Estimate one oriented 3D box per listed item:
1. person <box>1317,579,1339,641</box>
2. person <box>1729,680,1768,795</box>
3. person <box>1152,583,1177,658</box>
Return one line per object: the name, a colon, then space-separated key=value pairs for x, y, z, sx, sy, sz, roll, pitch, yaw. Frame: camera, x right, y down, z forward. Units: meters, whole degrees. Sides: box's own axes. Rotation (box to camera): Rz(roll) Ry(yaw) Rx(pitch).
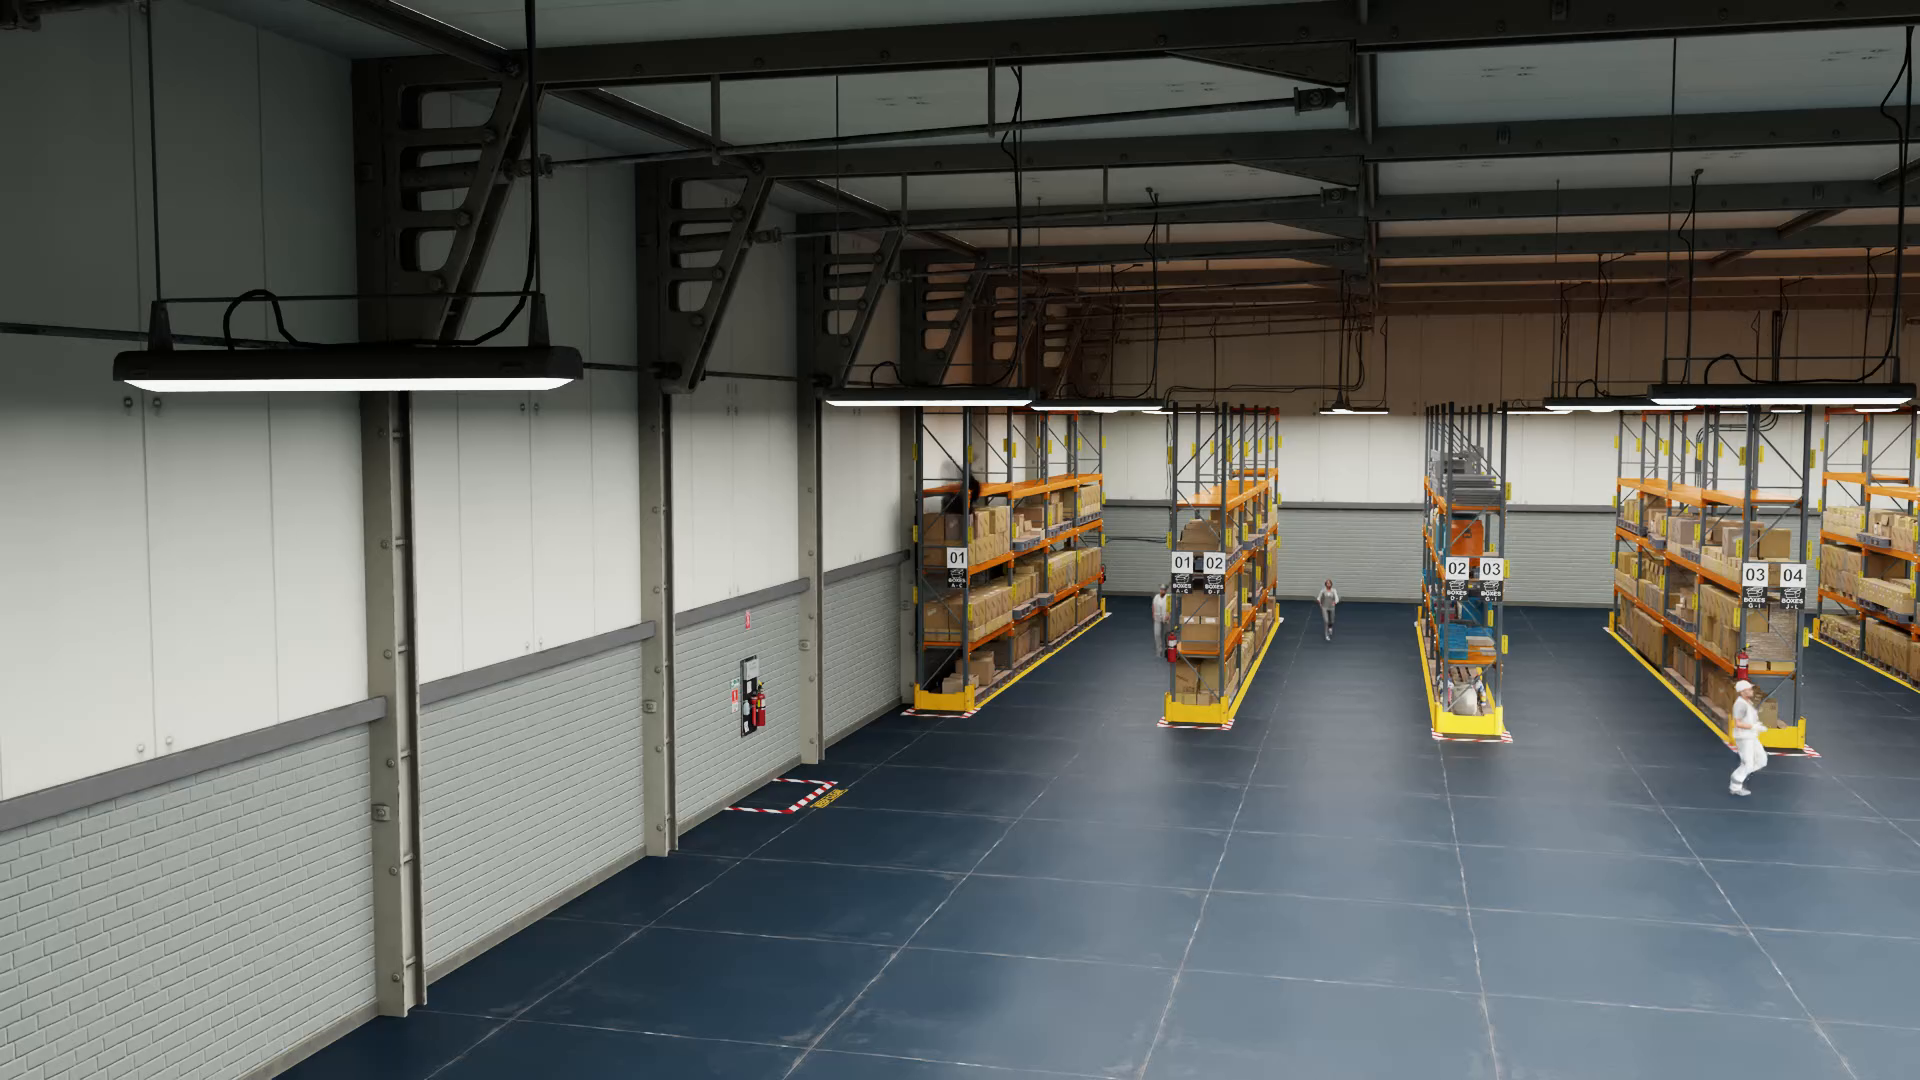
person: x=9.460 y=1.795 z=42.780 sx=0.541 sy=1.535 sz=0.631 roll=1 pitch=4 yaw=9
person: x=11.907 y=2.986 z=25.053 sx=0.581 sy=1.741 sz=0.643 roll=4 pitch=6 yaw=41
person: x=4.896 y=1.922 z=39.976 sx=0.643 sy=1.782 sz=1.007 roll=1 pitch=4 yaw=16
